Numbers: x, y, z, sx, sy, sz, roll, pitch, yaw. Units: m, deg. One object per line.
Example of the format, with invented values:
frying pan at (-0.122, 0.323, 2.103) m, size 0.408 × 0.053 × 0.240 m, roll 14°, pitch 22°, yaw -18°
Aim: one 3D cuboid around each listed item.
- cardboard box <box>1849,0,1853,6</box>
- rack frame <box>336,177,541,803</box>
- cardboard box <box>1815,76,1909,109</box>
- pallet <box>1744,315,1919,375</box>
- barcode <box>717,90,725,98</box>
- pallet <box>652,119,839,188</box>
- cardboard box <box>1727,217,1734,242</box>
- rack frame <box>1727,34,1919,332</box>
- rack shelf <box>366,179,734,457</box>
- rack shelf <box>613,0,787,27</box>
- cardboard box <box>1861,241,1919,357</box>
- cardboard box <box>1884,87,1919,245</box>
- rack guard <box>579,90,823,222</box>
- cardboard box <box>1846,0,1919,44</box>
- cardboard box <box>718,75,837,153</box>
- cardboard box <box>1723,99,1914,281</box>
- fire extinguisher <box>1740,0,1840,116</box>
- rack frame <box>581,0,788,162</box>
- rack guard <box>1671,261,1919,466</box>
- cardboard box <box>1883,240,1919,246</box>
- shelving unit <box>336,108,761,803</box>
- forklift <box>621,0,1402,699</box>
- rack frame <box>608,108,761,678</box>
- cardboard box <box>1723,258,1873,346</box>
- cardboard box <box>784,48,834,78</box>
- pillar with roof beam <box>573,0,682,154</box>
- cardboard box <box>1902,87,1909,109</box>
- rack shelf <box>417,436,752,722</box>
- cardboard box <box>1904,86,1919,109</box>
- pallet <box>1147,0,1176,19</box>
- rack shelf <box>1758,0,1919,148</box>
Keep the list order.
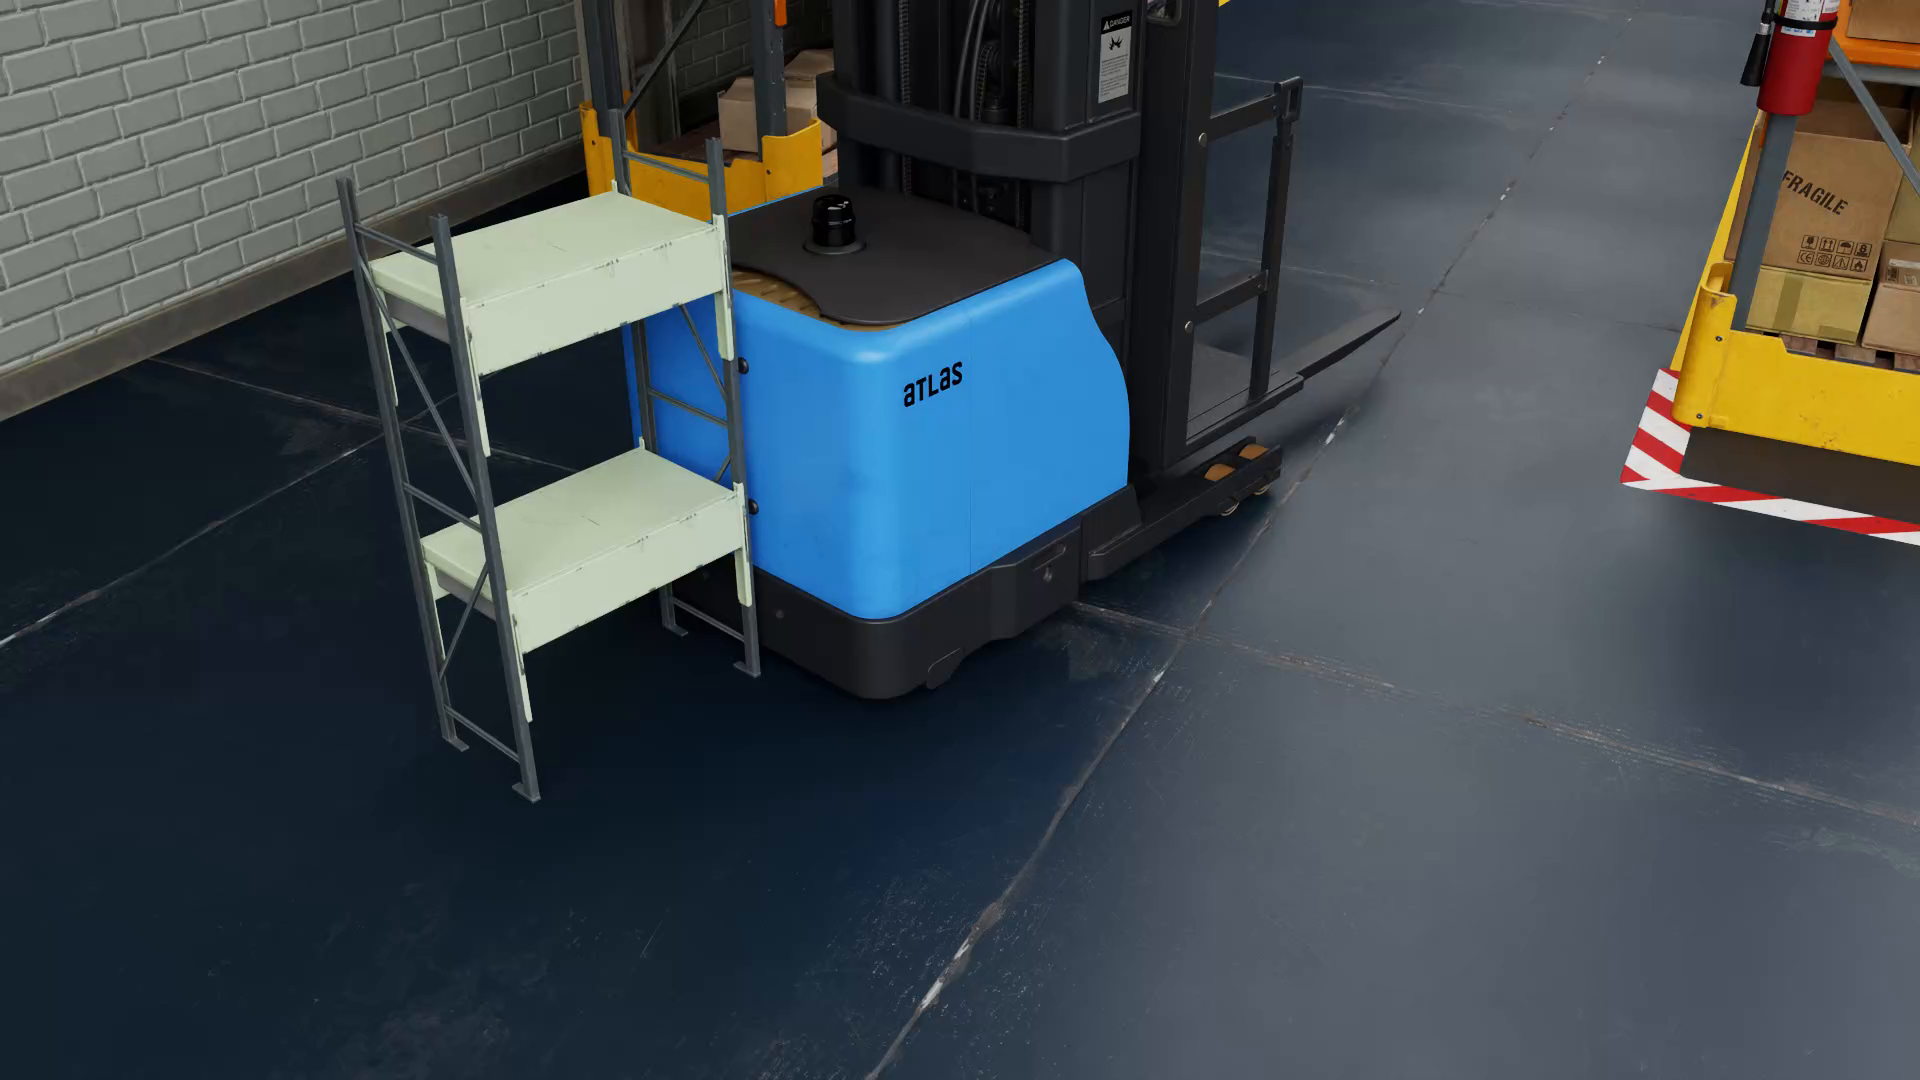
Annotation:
cardboard box at (3.625, -2.166, 5.909) m, size 0.700 × 0.500 × 0.500 m, roll 15°, pitch 33°, yaw 25°
rack frame at (-1.197, -0.069, 3.864) m, size 0.400 × 1.500 × 0.023 m, roll 24°, pitch 38°, yaw 36°
cardboard box at (3.588, -1.751, 6.874) m, size 0.500 × 0.500 × 0.500 m, roll 14°, pitch 33°, yaw 23°
pallet at (3.477, -0.824, 6.473) m, size 1.003 × 0.211 × 1.213 m, roll 14°, pitch 33°, yaw 23°
barcode at (-1.198, -2.221, 8.354) m, size 0.001 × 0.075 × 0.075 m, roll 14°, pitch 33°, yaw 23°
pallet at (-0.809, -1.983, 8.492) m, size 1.003 × 0.211 × 1.213 m, roll 14°, pitch 33°, yaw 23°
cardboard box at (3.365, -1.203, 6.673) m, size 0.500 × 0.250 × 0.500 m, roll 14°, pitch 33°, yaw 23°
rack frame at (3.166, -1.685, 5.171) m, size 1.000 × 3.000 × 0.127 m, roll 14°, pitch 33°, yaw 23°
rack shelf at (-0.952, -0.543, 3.906) m, size 0.431 × 0.370 × 0.720 m, roll 24°, pitch 38°, yaw 36°
rack shelf at (-0.334, -3.381, 8.849) m, size 1.077 × 0.370 × 4.000 m, roll 14°, pitch 33°, yaw 23°
cardboard box at (3.609, -0.862, 6.078) m, size 0.500 × 0.250 × 0.500 m, roll 14°, pitch 33°, yaw 23°
cardboard box at (3.835, -1.409, 6.278) m, size 0.500 × 0.500 × 0.500 m, roll 14°, pitch 33°, yaw 23°
rack guard at (-1.211, -1.756, 7.807) m, size 1.175 × 0.500 × 0.348 m, roll 14°, pitch 33°, yaw 23°
cardboard box at (3.390, -1.932, 5.502) m, size 0.700 × 0.500 × 0.500 m, roll 14°, pitch 33°, yaw 23°
cardboard box at (-0.850, -2.118, 8.184) m, size 0.500 × 0.311 × 0.500 m, roll 11°, pitch 32°, yaw 18°
cardboard box at (3.146, -1.305, 6.096) m, size 0.500 × 0.500 × 0.500 m, roll 14°, pitch 33°, yaw 23°
fire extinguisher at (2.699, -1.704, 5.283) m, size 0.296 × 0.674 × 0.183 m, roll 14°, pitch 33°, yaw 23°
rack frame at (-1.245, -2.807, 7.125) m, size 1.000 × 3.000 × 0.127 m, roll 14°, pitch 33°, yaw 23°
rack guard at (3.155, -0.590, 5.775) m, size 1.175 × 0.500 × 0.348 m, roll 14°, pitch 33°, yaw 23°
cardboard box at (3.833, -1.084, 6.465) m, size 0.500 × 0.250 × 0.500 m, roll 14°, pitch 33°, yaw 23°
shelving unit at (-0.952, -0.204, 4.100) m, size 0.431 × 1.500 × 0.755 m, roll 24°, pitch 38°, yaw 36°
forklift at (0.417, -1.501, 4.921) m, size 1.130 × 2.935 × 3.031 m, roll 24°, pitch 38°, yaw 36°
rack frame at (-0.707, -0.340, 4.336) m, size 0.400 × 1.500 × 0.023 m, roll 24°, pitch 38°, yaw 36°
cardboard box at (3.147, -0.979, 6.282) m, size 0.500 × 0.250 × 0.500 m, roll 14°, pitch 33°, yaw 23°
cardboard box at (-0.590, -2.371, 8.624) m, size 0.500 × 0.311 × 0.500 m, roll 17°, pitch 34°, yaw 27°
pillar with roof beam at (2.136, -4.938, 4.813) m, size 9.100 × 9.000 × 0.400 m, roll 14°, pitch 33°, yaw 23°
cardboard box at (4.294, -1.851, 7.048) m, size 0.500 × 0.500 × 0.500 m, roll 14°, pitch 33°, yaw 23°
rack shelf at (-0.952, 0.078, 4.262) m, size 0.431 × 0.370 × 0.720 m, roll 24°, pitch 38°, yaw 36°
cardboard box at (4.051, -1.633, 6.669) m, size 0.500 × 0.500 × 0.500 m, roll 14°, pitch 33°, yaw 23°
pallet at (0.930, -3.716, 11.509) m, size 1.003 × 0.211 × 1.213 m, roll 14°, pitch 33°, yaw 23°
rack shelf at (4.077, -2.259, 6.895) m, size 1.077 × 0.370 × 4.000 m, roll 14°, pitch 33°, yaw 23°
